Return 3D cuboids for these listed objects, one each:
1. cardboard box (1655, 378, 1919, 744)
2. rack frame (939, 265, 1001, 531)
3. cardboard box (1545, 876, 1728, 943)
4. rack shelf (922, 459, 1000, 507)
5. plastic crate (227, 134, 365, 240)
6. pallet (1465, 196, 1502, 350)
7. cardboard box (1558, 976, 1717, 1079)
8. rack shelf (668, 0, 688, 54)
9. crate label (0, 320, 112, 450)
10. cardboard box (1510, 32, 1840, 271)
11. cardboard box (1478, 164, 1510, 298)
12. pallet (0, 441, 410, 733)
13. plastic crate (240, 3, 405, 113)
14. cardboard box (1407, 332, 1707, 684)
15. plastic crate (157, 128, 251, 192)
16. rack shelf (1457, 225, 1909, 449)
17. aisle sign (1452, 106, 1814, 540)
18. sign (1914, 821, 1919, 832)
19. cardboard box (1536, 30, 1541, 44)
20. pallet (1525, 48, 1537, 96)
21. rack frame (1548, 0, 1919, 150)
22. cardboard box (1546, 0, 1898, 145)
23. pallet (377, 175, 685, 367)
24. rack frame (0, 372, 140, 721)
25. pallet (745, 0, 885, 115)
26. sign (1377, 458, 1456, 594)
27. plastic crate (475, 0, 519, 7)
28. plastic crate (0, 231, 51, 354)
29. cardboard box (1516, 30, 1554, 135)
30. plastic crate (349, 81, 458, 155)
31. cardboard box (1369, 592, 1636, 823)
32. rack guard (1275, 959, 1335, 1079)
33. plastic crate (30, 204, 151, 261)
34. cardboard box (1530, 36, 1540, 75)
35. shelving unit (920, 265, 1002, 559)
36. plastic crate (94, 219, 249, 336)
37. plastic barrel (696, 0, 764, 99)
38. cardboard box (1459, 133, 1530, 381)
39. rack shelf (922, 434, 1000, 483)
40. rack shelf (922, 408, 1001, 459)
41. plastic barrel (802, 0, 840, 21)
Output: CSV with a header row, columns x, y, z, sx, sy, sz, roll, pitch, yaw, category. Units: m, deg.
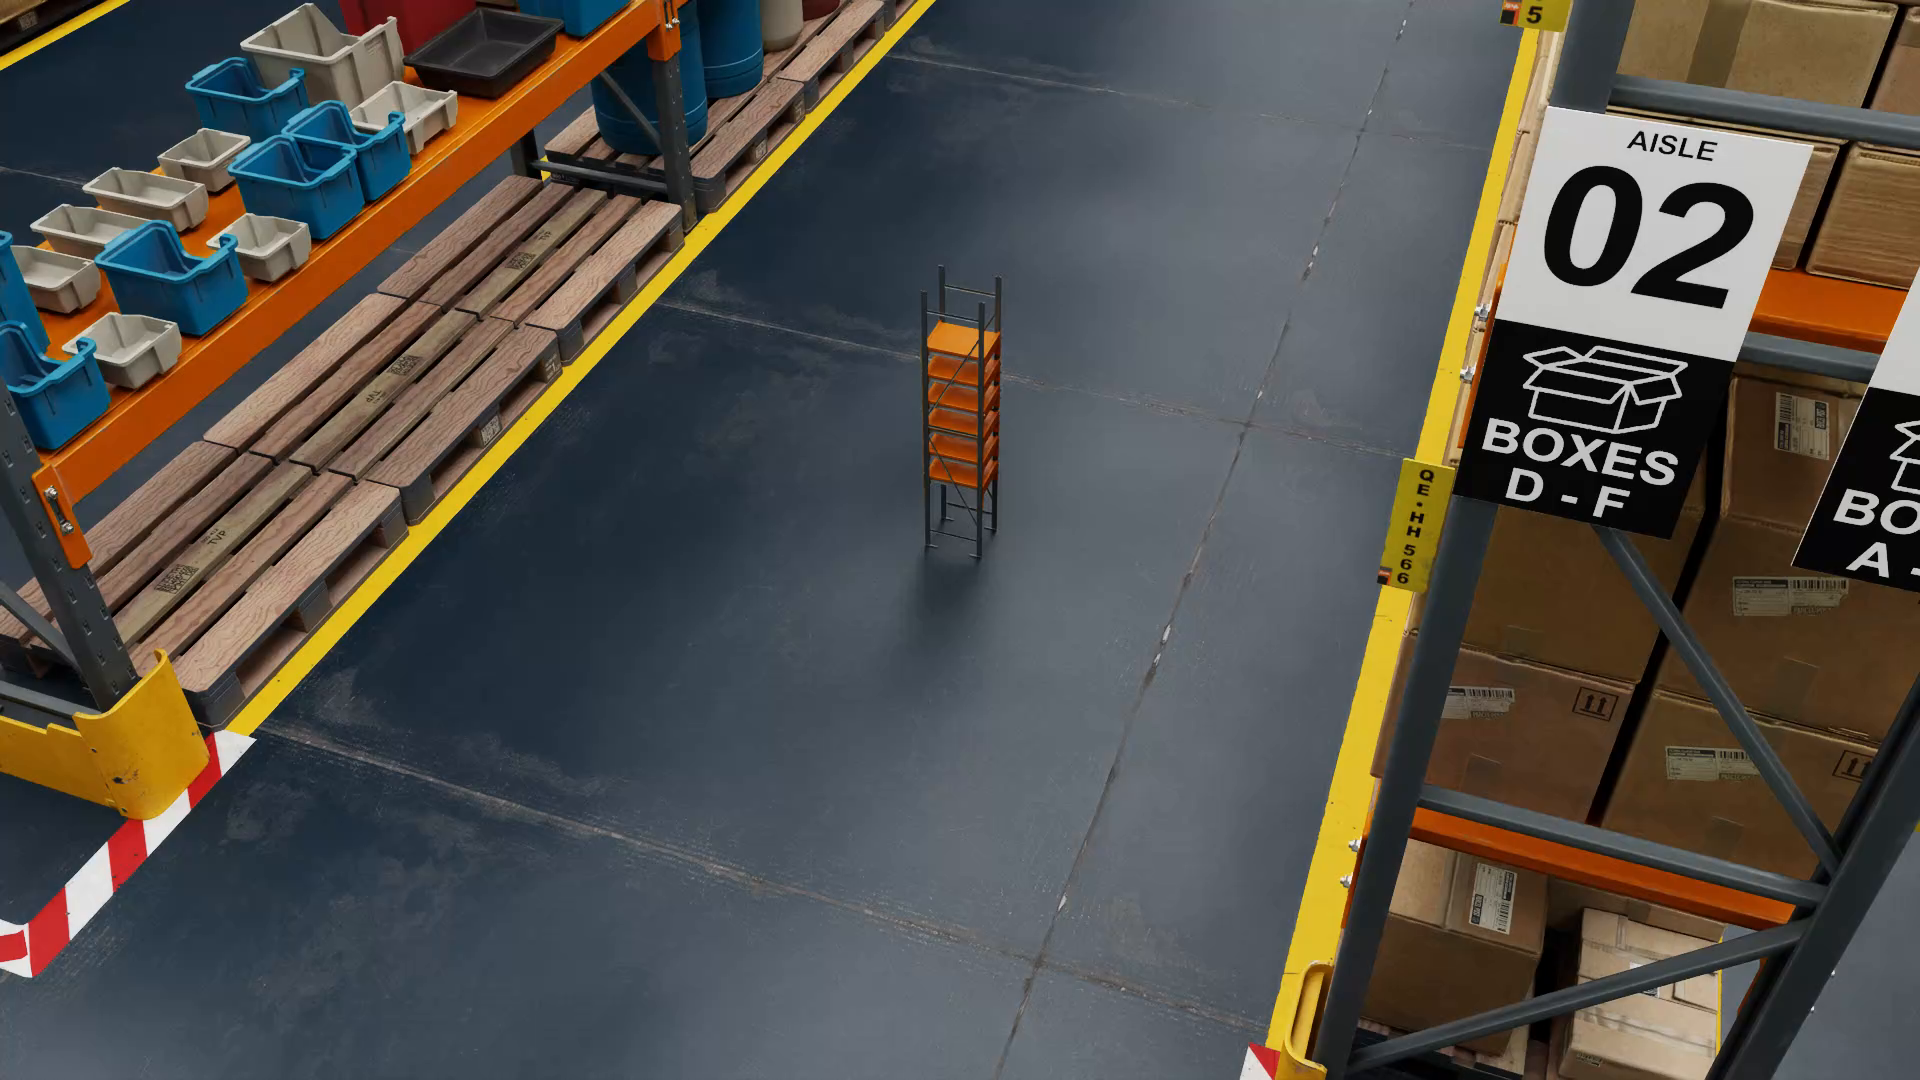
x,y,z,sx,sy,sz,roll,pitch,yaw,category
1.826,0.041,3.543,0.500,0.500,0.500,15,43,16,cardboard box
0.036,-0.521,6.436,0.240,1.200,0.006,13,42,15,rack frame
2.050,0.977,5.073,0.500,0.250,0.500,13,42,15,cardboard box
0.005,-0.249,6.556,0.258,0.103,0.180,13,42,15,rack shelf
-2.383,-1.269,6.009,0.416,0.233,0.300,13,42,15,plastic crate
3.037,-1.211,8.007,1.003,0.211,1.213,13,42,15,pallet
1.892,1.410,4.644,0.380,0.149,0.250,13,42,15,cardboard box
-1.176,-3.815,9.465,1.077,0.370,4.000,13,42,15,rack shelf
-2.834,-0.466,5.068,0.416,0.233,0.303,13,42,15,crate label
1.354,-0.784,3.162,0.500,0.250,0.500,13,42,15,cardboard box
2.693,-1.349,7.607,0.500,0.500,0.500,13,42,15,cardboard box
-2.909,0.137,6.427,1.003,0.211,1.213,13,42,15,pallet
-2.555,-1.957,6.777,0.437,0.282,0.530,13,42,15,plastic crate
1.320,-0.079,3.684,0.500,0.500,0.500,13,42,15,cardboard box
-2.850,-1.423,6.264,0.298,0.136,0.250,13,42,15,plastic crate
2.110,-1.415,4.341,1.077,0.370,4.000,13,42,15,rack shelf
1.115,-0.343,2.838,0.394,0.787,0.004,13,42,15,aisle sign
1.936,0.463,3.229,0.100,0.325,0.005,13,42,15,sign
3.738,-3.210,9.788,0.500,0.500,0.500,15,43,17,cardboard box
3.871,-2.700,9.752,1.003,0.211,1.213,13,42,15,pallet
1.426,-1.610,1.704,1.000,3.000,0.127,13,42,15,rack frame
1.362,-0.972,2.998,0.500,0.250,0.500,13,42,15,cardboard box
-2.074,-1.351,8.171,1.003,0.211,1.213,13,42,15,pallet
-3.227,-0.430,4.942,1.000,3.000,0.127,13,42,15,rack frame
-1.141,-3.016,10.123,1.003,0.211,1.213,13,42,15,pallet
0.911,-0.024,3.332,0.100,0.325,0.005,13,42,15,sign
-2.153,-2.540,7.573,0.396,0.136,0.243,13,42,15,plastic crate
-3.288,-0.712,5.199,0.616,0.435,0.499,13,42,15,plastic crate
2.016,-1.333,5.154,0.500,0.500,0.500,12,42,14,cardboard box
-2.172,-1.663,6.545,0.293,0.136,0.466,13,42,15,plastic crate
1.324,0.300,4.010,0.500,0.500,0.500,15,43,16,cardboard box
1.452,1.577,4.517,1.175,0.500,0.348,13,42,15,rack guard
-3.006,-1.063,5.842,0.396,0.136,0.243,13,42,15,plastic crate
3.388,-2.584,9.055,0.500,0.500,0.500,13,42,15,cardboard box
0.005,-0.465,6.371,0.258,1.200,0.189,13,42,15,shelving unit
-2.608,-0.868,5.539,0.416,0.233,0.300,13,42,15,plastic crate
-1.415,-2.991,9.237,0.600,0.901,0.708,13,42,15,plastic barrel
1.665,-0.704,4.417,0.500,0.500,0.500,14,43,16,cardboard box
0.005,-0.340,6.478,0.258,0.103,0.180,13,42,15,rack shelf
0.005,-0.431,6.400,0.258,0.103,0.180,13,42,15,rack shelf
-1.029,-3.560,10.146,0.600,0.588,0.708,13,42,15,plastic barrel
